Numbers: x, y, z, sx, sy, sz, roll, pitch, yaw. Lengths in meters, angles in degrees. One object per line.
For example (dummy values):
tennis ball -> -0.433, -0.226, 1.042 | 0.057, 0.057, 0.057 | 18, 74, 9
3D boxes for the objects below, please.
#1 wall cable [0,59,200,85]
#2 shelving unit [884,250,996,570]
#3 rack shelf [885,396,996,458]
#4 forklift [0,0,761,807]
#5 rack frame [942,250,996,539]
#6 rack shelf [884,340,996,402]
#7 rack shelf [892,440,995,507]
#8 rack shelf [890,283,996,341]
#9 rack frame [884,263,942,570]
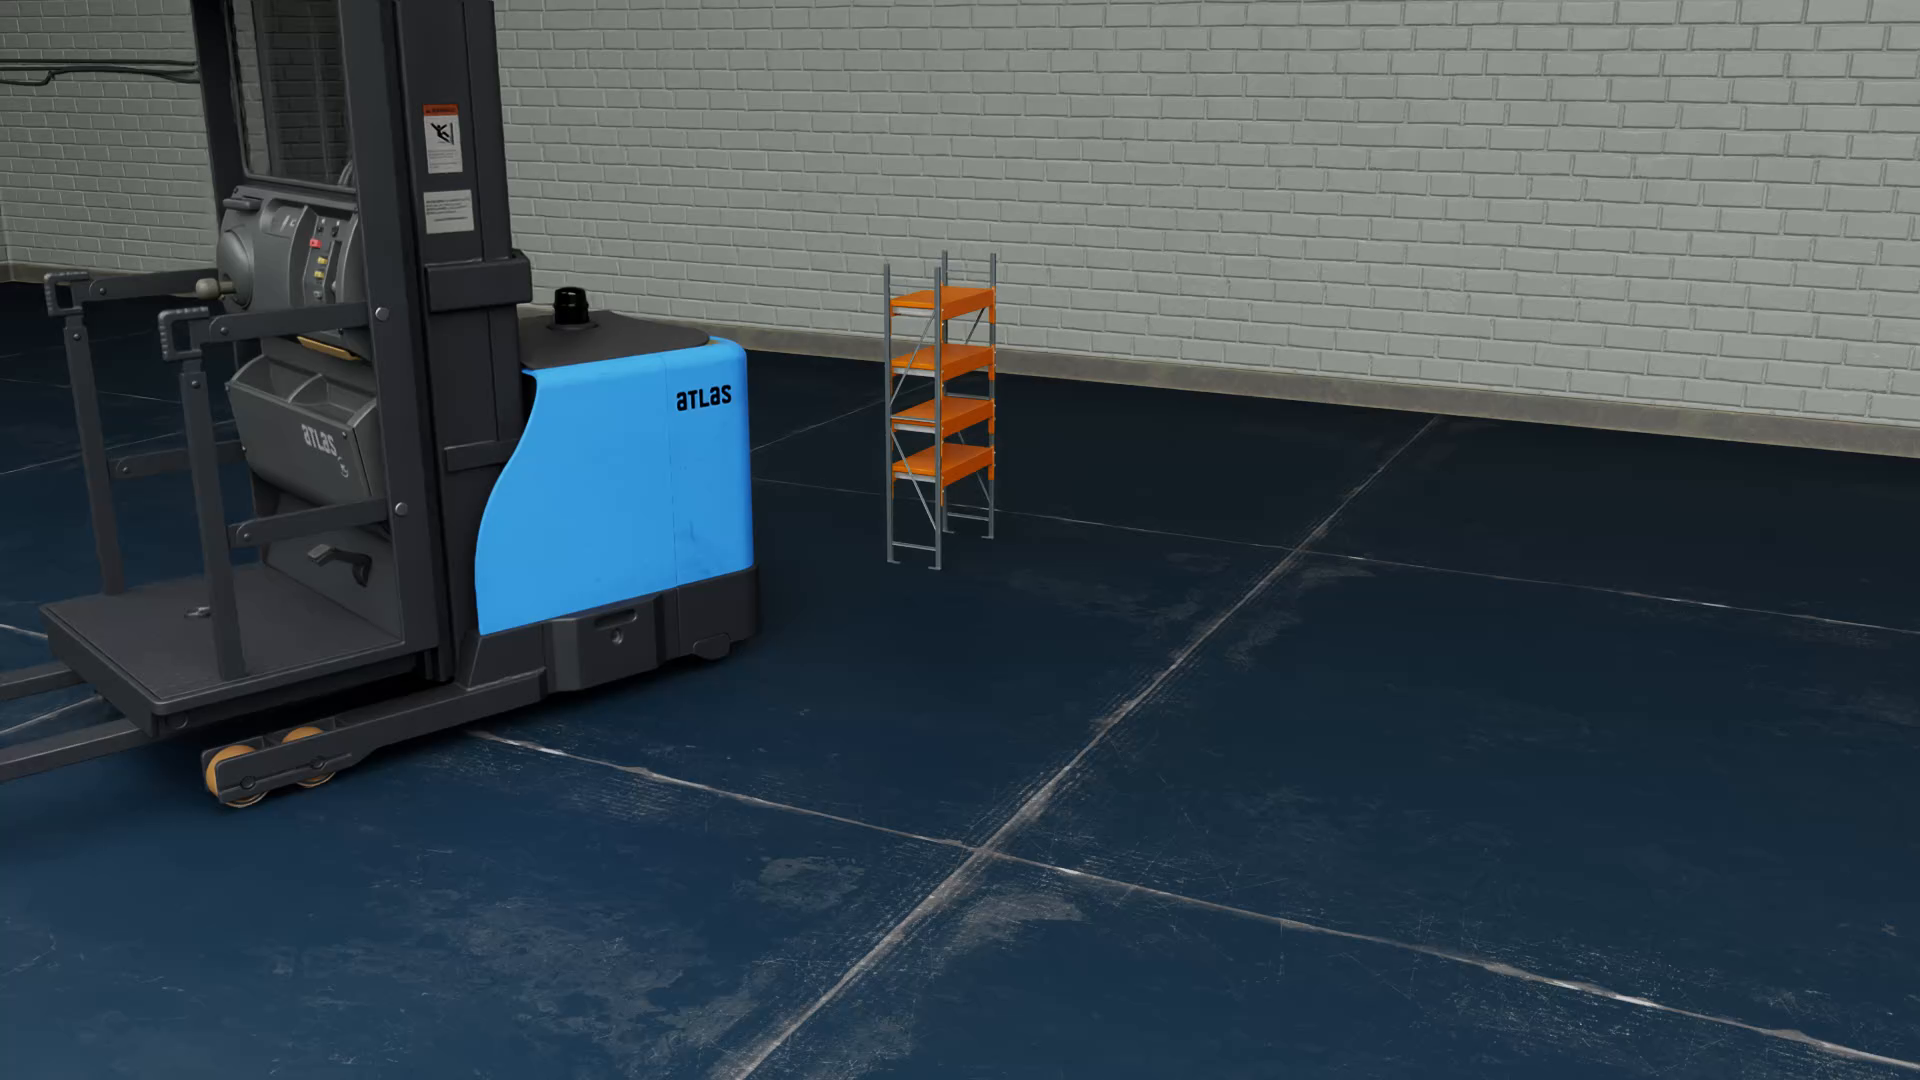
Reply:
wall cable -> -7.126, -4.933, 13.281 | 3.097, 2.526, 0.112 | 8, 18, 25
shelving unit -> -0.074, -0.533, 6.712 | 0.258, 1.200, 0.503 | 8, 18, 25
rack shelf -> -0.074, -0.469, 6.731 | 0.258, 0.148, 0.480 | 8, 18, 25
forklift -> -2.109, -0.839, 4.703 | 3.031, 2.935, 1.130 | -15, 22, -41
rack frame -> 0.035, -0.595, 6.921 | 0.240, 1.200, 0.015 | 8, 18, 25
rack shelf -> -0.074, -0.683, 6.667 | 0.258, 0.148, 0.480 | 8, 18, 25
rack shelf -> -0.074, -0.278, 6.787 | 0.258, 0.148, 0.480 | 8, 18, 25
rack shelf -> -0.074, -0.910, 6.600 | 0.258, 0.148, 0.480 | 8, 18, 25
rack frame -> -0.183, -0.471, 6.502 | 0.240, 1.200, 0.015 | 8, 18, 25
